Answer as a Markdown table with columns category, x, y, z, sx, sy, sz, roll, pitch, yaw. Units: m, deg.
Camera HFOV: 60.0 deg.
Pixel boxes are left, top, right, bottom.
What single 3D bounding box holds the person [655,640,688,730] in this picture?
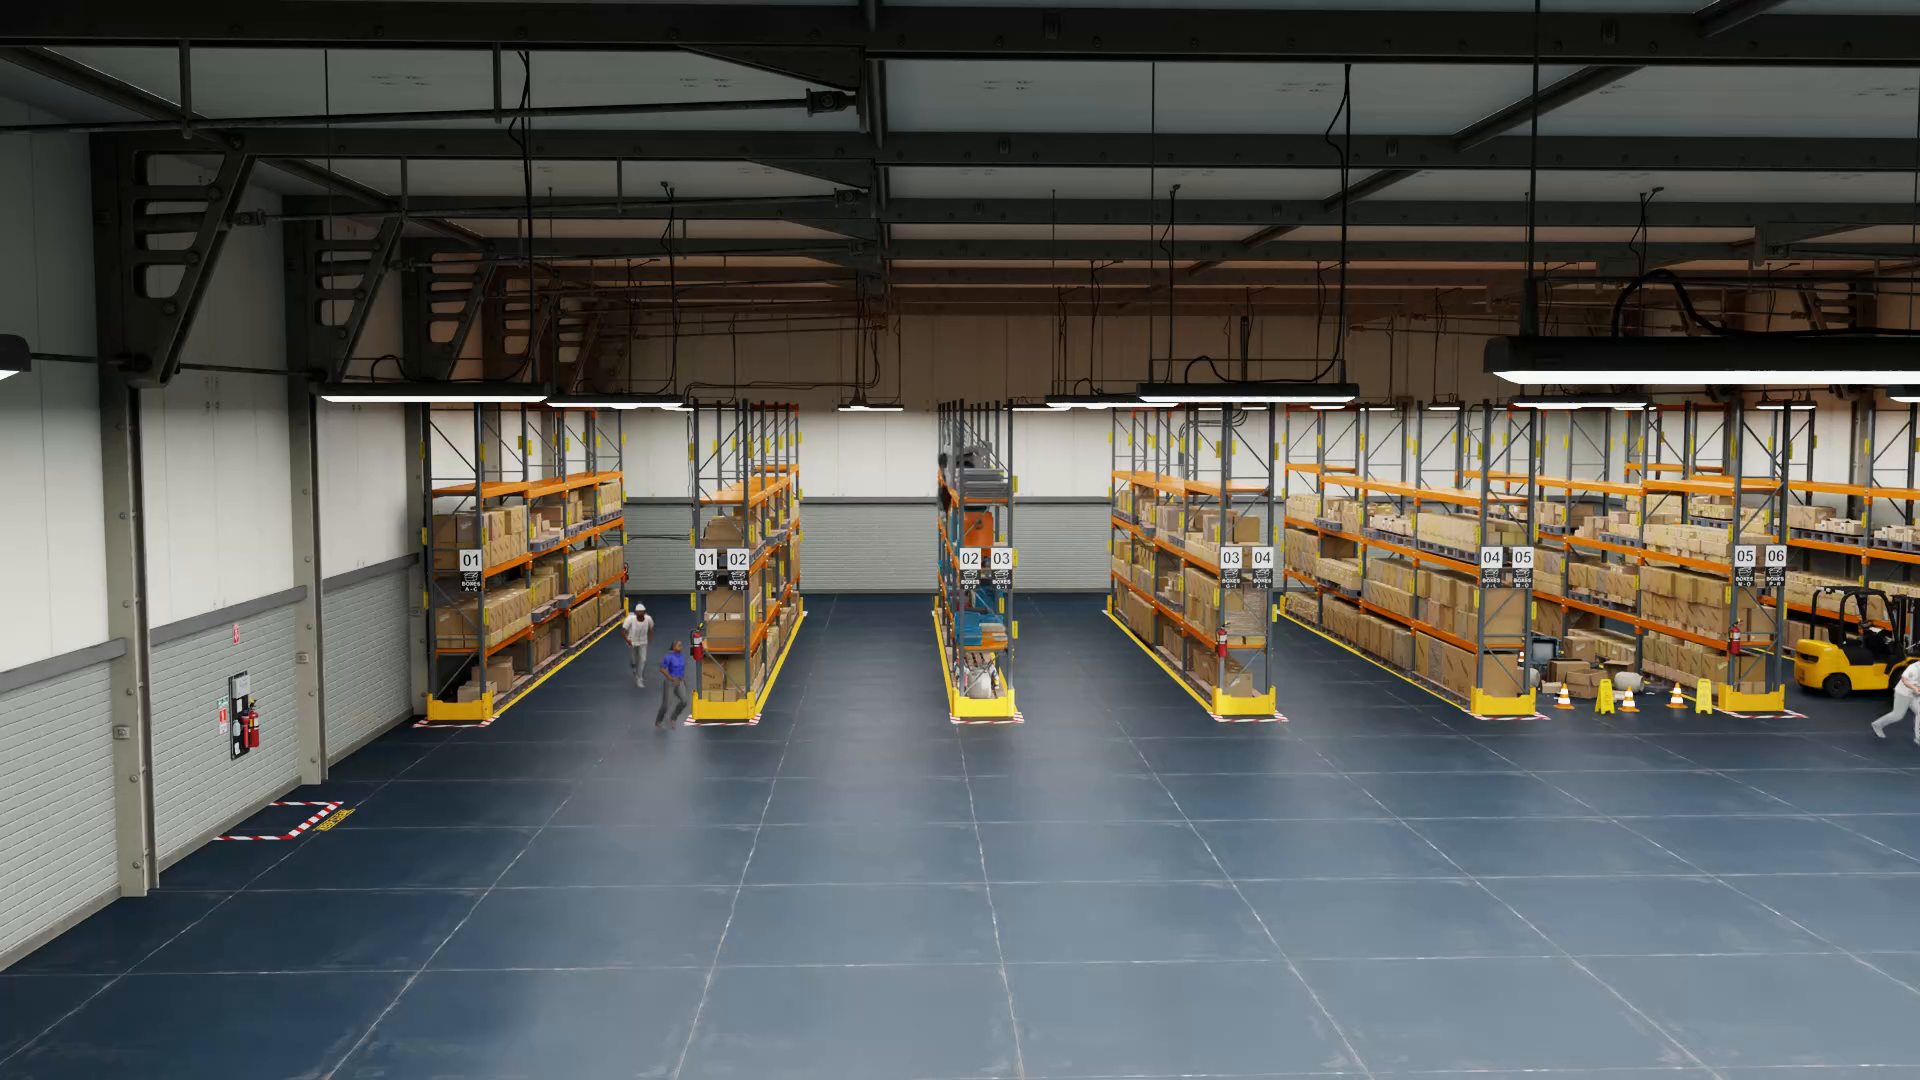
| category | x | y | z | sx | sy | sz | roll | pitch | yaw |
| --- | --- | --- | --- | --- | --- | --- | --- | --- | --- |
| person | -5.174 | 2.632 | 30.221 | 0.613 | 1.627 | 0.648 | 4 | 6 | 44 |

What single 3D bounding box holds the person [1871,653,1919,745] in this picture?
| category | x | y | z | sx | sy | sz | roll | pitch | yaw |
| --- | --- | --- | --- | --- | --- | --- | --- | --- | --- |
| person | 16.357 | 2.726 | 28.815 | 0.702 | 1.720 | 1.023 | -3 | 5 | -36 |

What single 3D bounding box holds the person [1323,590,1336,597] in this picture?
| category | x | y | z | sx | sy | sz | roll | pitch | yaw |
| --- | --- | --- | --- | --- | --- | --- | --- | --- | --- |
| person | 10.764 | 1.191 | 48.700 | 0.752 | 1.733 | 0.765 | -4 | 6 | -40 |

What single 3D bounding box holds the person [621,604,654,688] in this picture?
| category | x | y | z | sx | sy | sz | roll | pitch | yaw |
| --- | --- | --- | --- | --- | --- | --- | --- | --- | --- |
| person | -6.806 | 2.209 | 35.151 | 0.700 | 1.753 | 1.007 | -1 | 5 | -19 |
